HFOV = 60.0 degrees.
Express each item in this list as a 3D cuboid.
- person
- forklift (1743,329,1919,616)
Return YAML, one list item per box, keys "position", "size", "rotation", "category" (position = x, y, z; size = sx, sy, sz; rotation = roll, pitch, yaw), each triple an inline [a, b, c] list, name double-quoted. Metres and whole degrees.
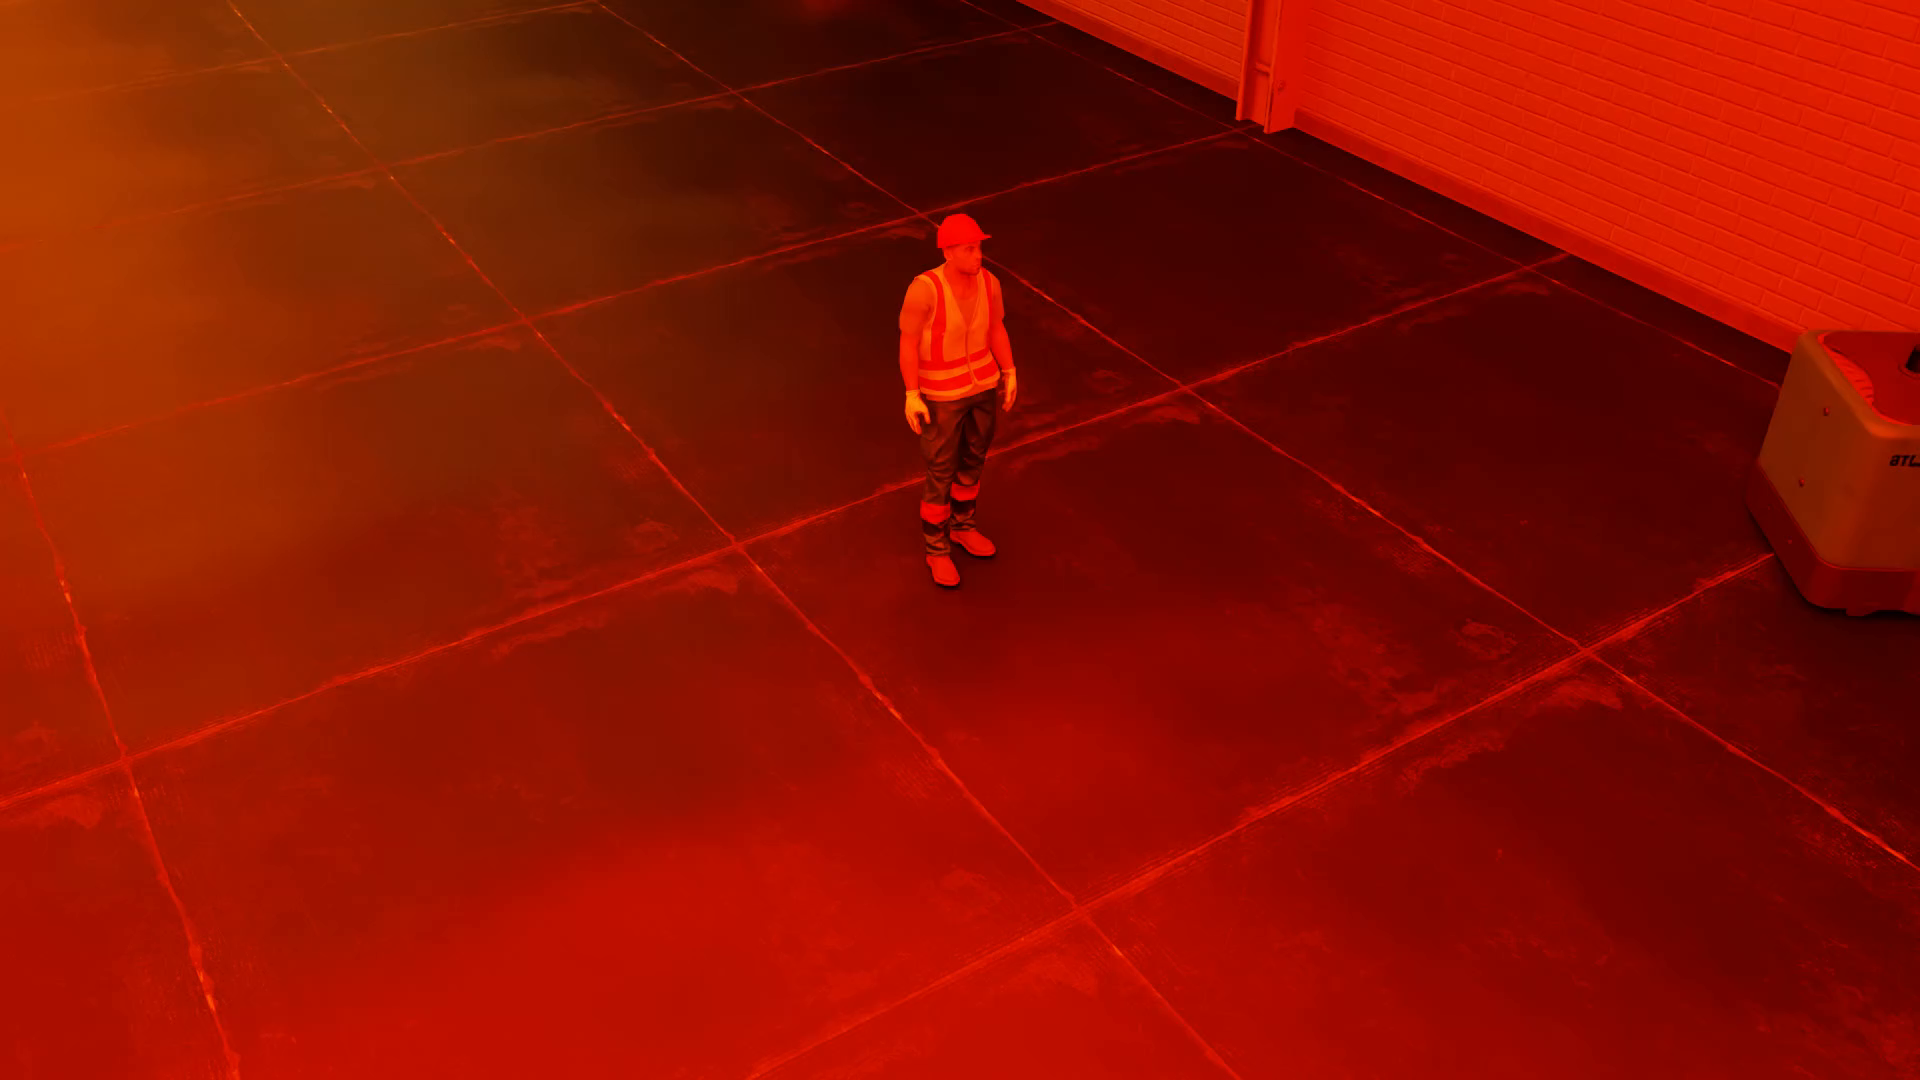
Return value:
- position: [0.034, -0.695, 8.118]
  size: [0.637, 1.790, 0.562]
  rotation: [-21, 40, -27]
  category: "person"
- position: [5.675, -1.070, 7.671]
  size: [3.031, 2.935, 1.130]
  rotation: [1, 35, 2]
  category: "forklift"
